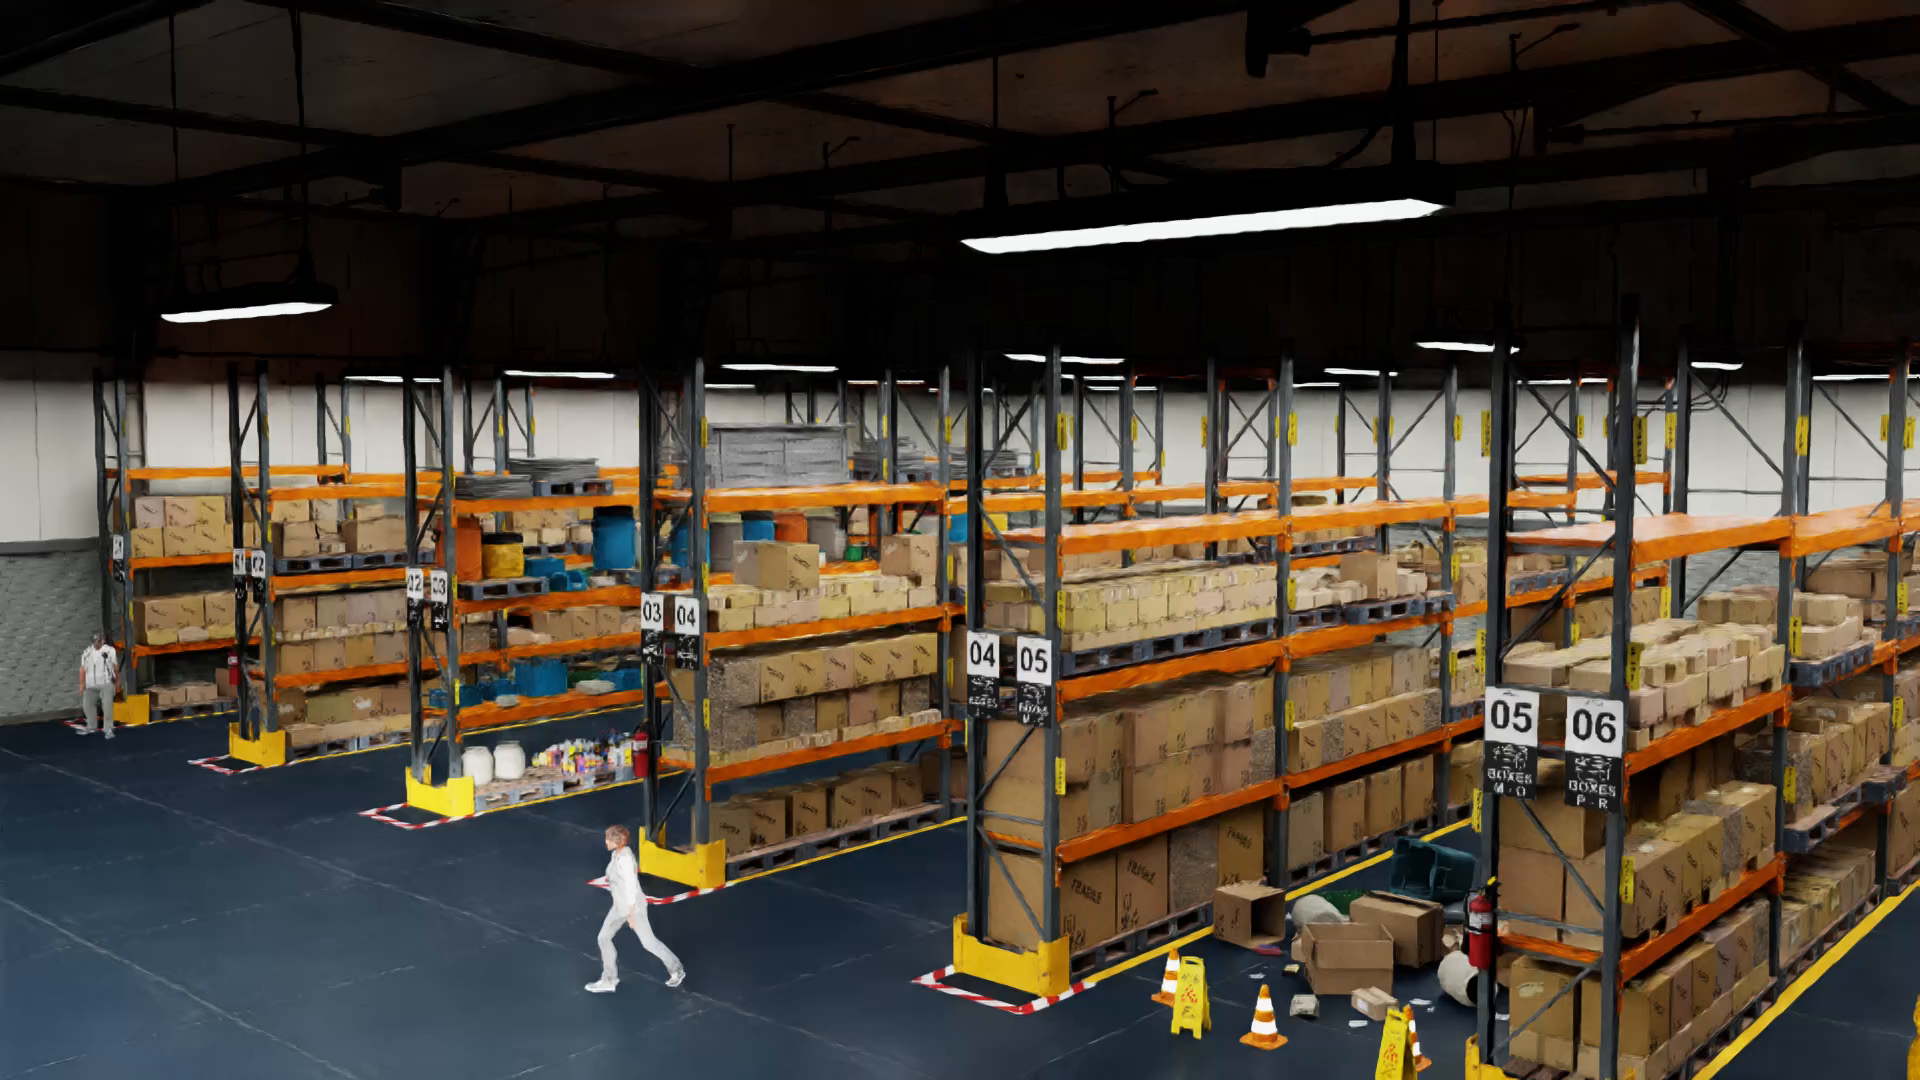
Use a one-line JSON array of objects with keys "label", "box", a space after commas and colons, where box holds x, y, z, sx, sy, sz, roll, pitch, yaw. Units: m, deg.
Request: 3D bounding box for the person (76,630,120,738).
[{"label": "person", "box": [-14.007, 2.320, 26.893, 0.735, 1.748, 0.524, 0, 4, -4]}]

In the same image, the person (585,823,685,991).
[{"label": "person", "box": [-2.916, 3.292, 14.935, 0.866, 1.531, 0.461, -2, 5, -27]}]
